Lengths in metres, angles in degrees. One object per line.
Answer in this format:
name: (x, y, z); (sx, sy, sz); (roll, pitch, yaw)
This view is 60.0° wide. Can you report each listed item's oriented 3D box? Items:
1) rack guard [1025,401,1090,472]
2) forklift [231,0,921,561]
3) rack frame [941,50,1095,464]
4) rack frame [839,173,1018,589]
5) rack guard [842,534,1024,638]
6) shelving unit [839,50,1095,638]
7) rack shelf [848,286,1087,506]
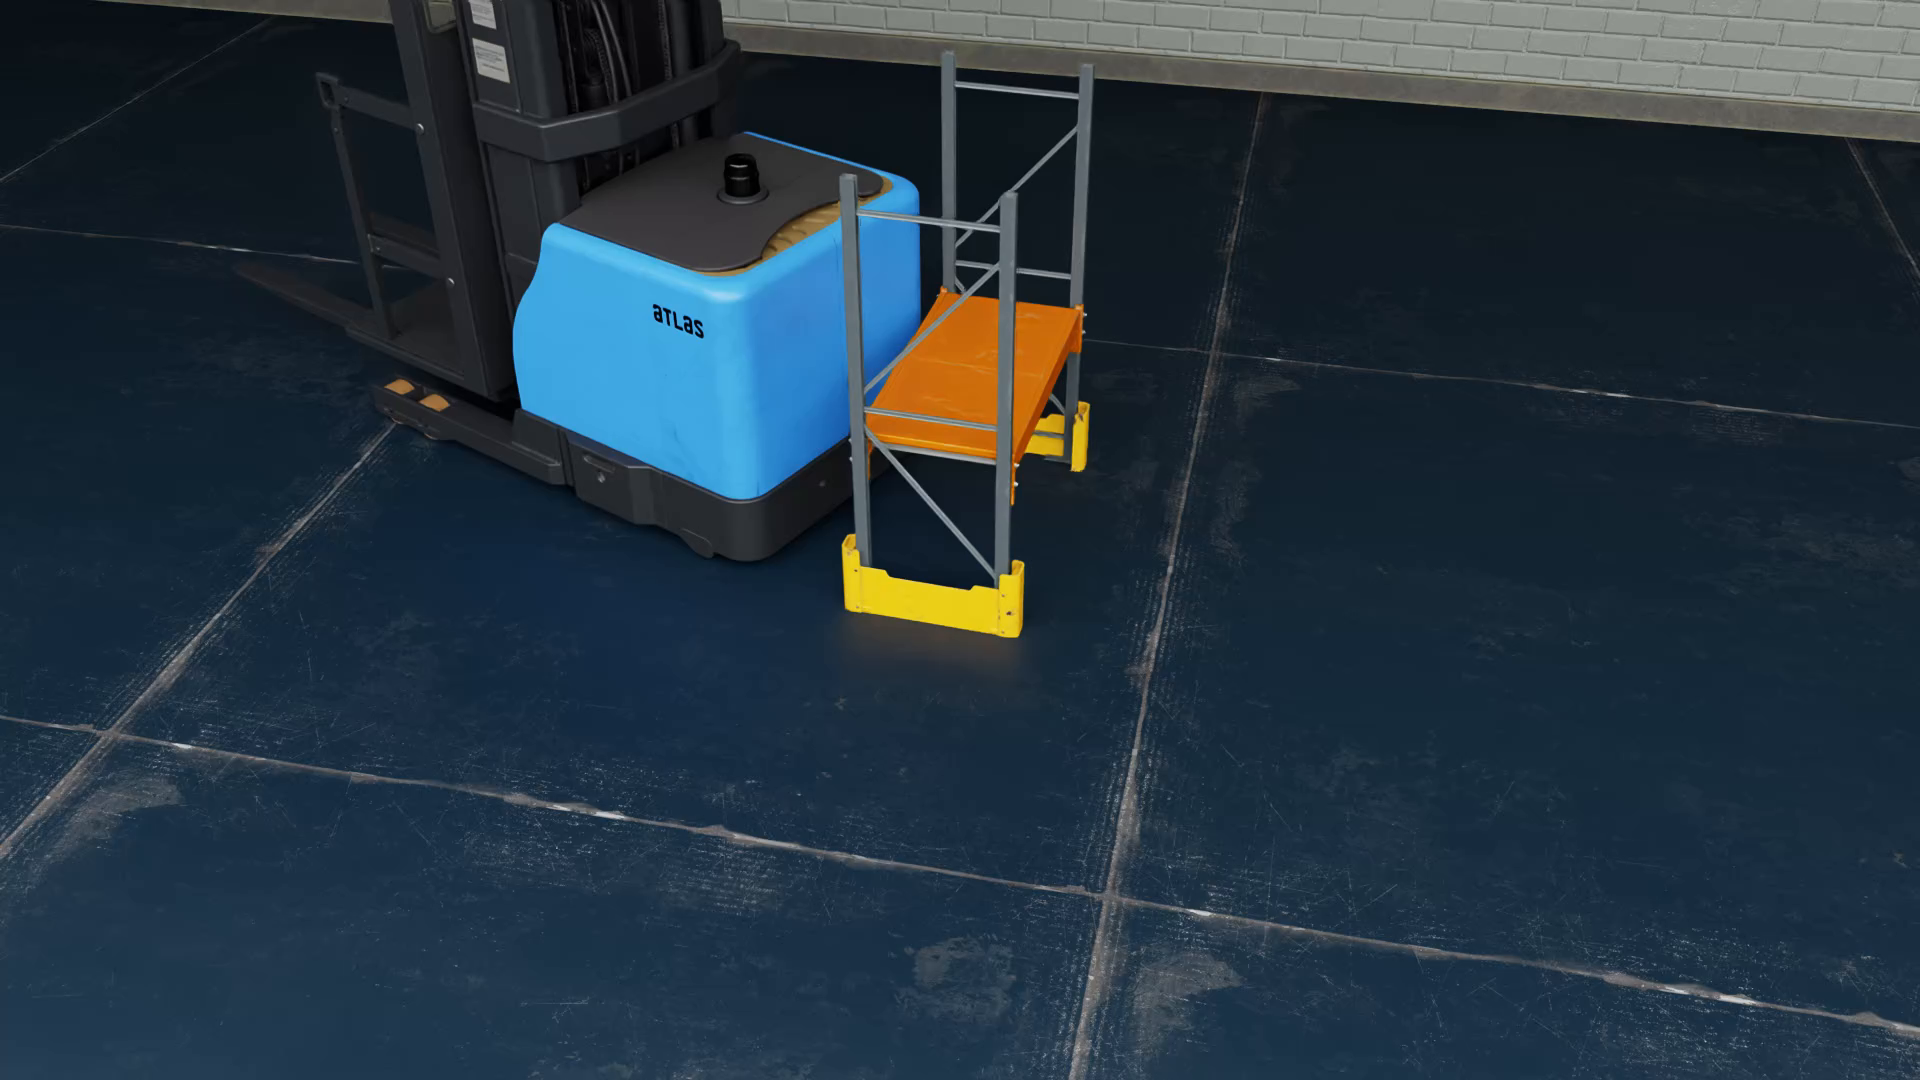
rack guard: (0.179, -0.416, 6.111); (0.587, 0.250, 0.087); (9, 37, 12)
forklift: (-1.619, -1.796, 5.730); (3.031, 2.935, 1.130); (23, 42, 28)
rack frame: (0.184, -0.933, 5.760); (0.500, 1.500, 0.032); (9, 37, 12)
rack frame: (-0.087, -0.358, 4.966); (0.500, 1.500, 0.032); (9, 37, 12)
rack guard: (-0.087, 0.147, 5.334); (0.587, 0.250, 0.087); (9, 37, 12)
shelving unit: (0.046, -0.641, 5.356); (0.587, 1.500, 1.083); (9, 37, 12)
rack shelf: (0.048, -0.500, 5.468); (0.538, 0.185, 1.000); (9, 37, 12)
